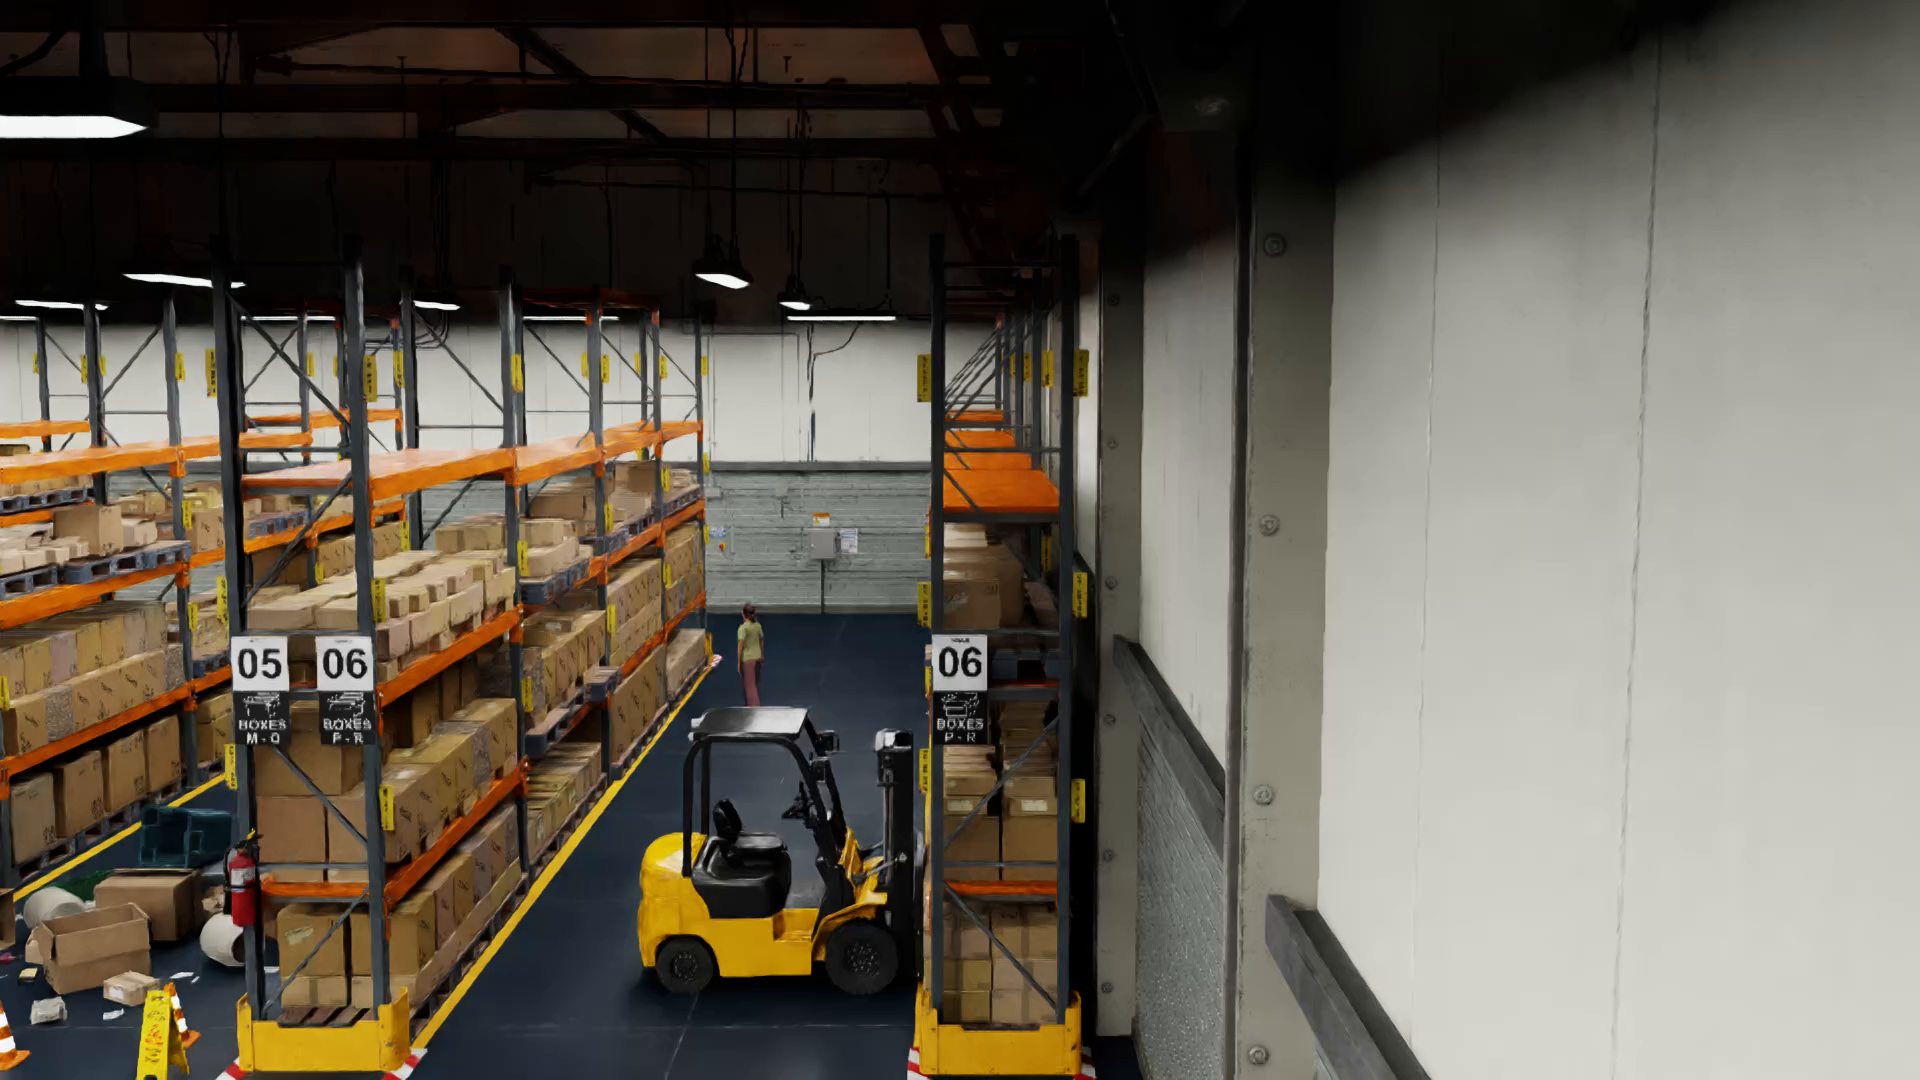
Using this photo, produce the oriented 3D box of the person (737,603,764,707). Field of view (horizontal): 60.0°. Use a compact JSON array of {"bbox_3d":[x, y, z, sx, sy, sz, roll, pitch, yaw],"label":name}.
[{"bbox_3d":[-3.015,1.714,23.617,0.569,1.668,0.559,4,7,30],"label":"person"}]
